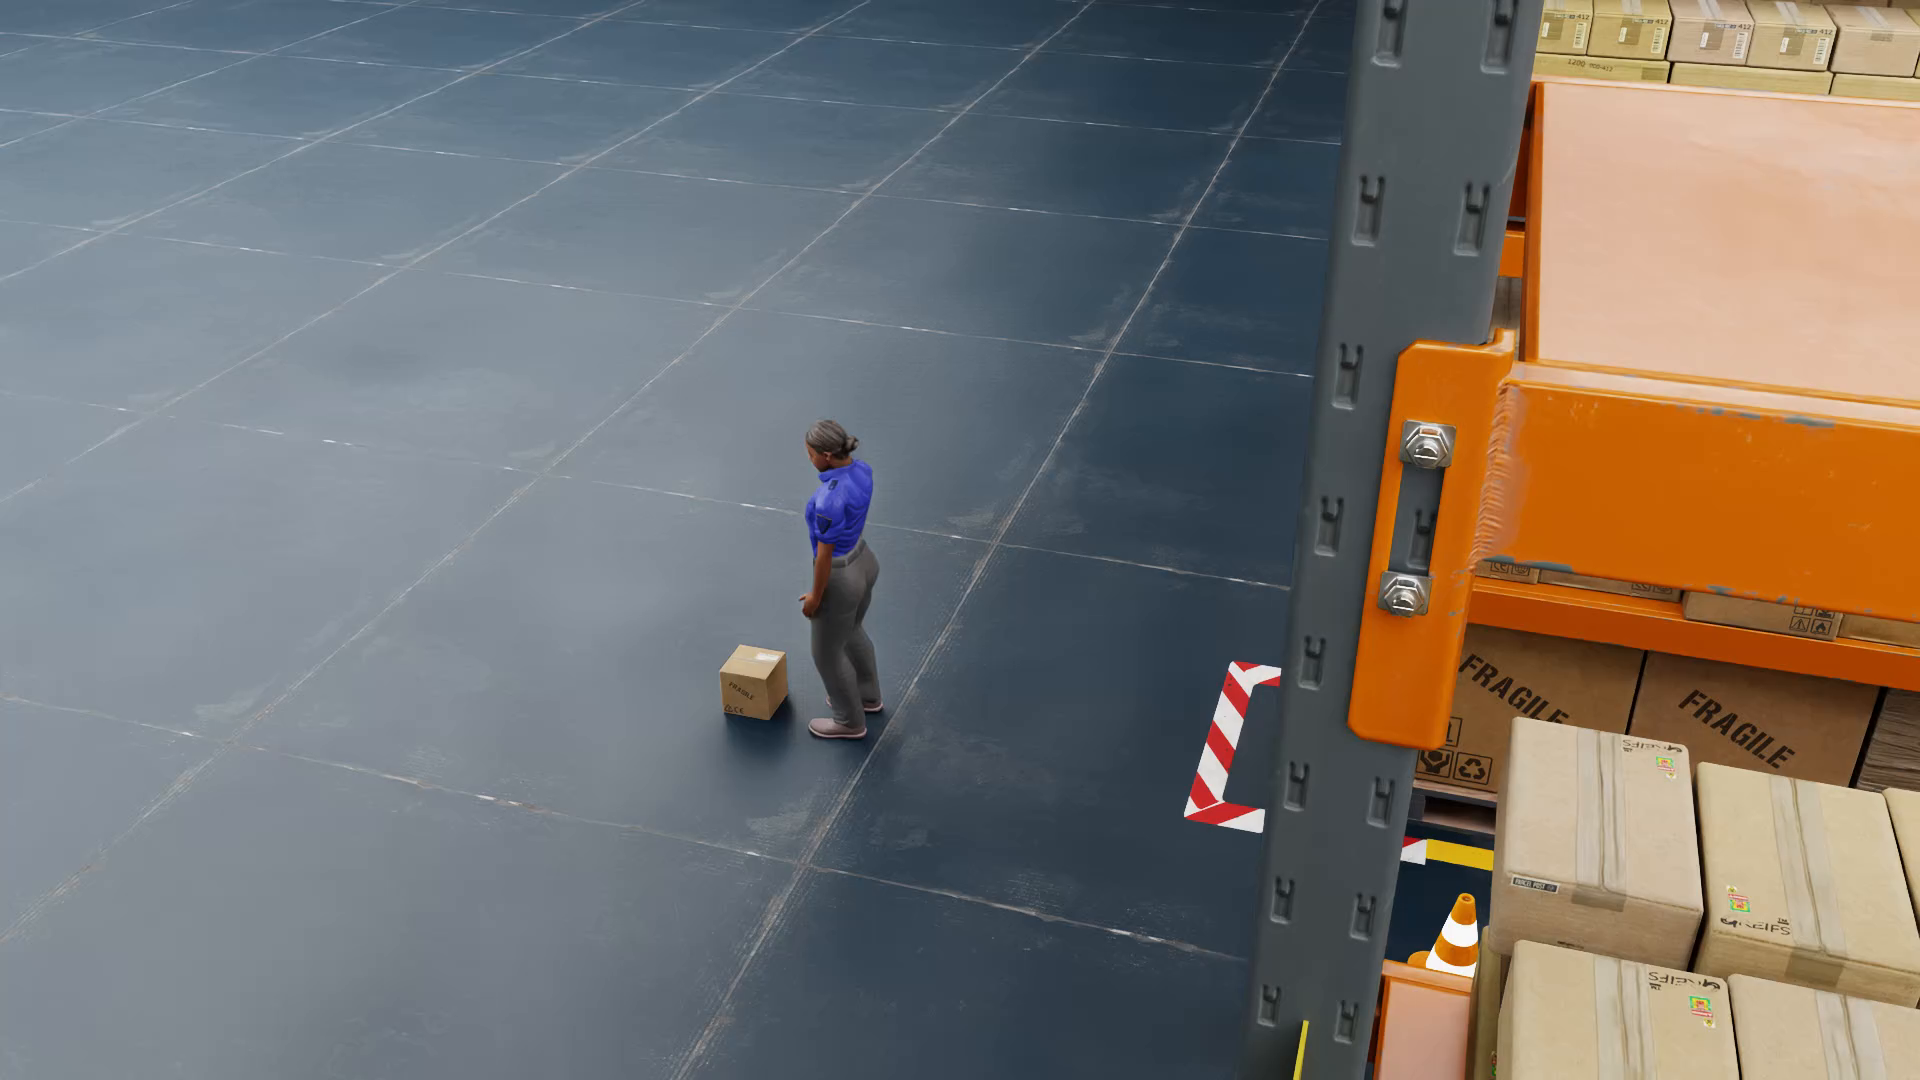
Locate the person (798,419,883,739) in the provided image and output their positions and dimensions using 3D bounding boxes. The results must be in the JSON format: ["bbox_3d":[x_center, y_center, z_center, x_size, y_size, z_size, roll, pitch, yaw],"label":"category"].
[{"bbox_3d":[-0.567,0.190,7.815,0.309,1.646,0.441,9,31,16],"label":"person"}]
